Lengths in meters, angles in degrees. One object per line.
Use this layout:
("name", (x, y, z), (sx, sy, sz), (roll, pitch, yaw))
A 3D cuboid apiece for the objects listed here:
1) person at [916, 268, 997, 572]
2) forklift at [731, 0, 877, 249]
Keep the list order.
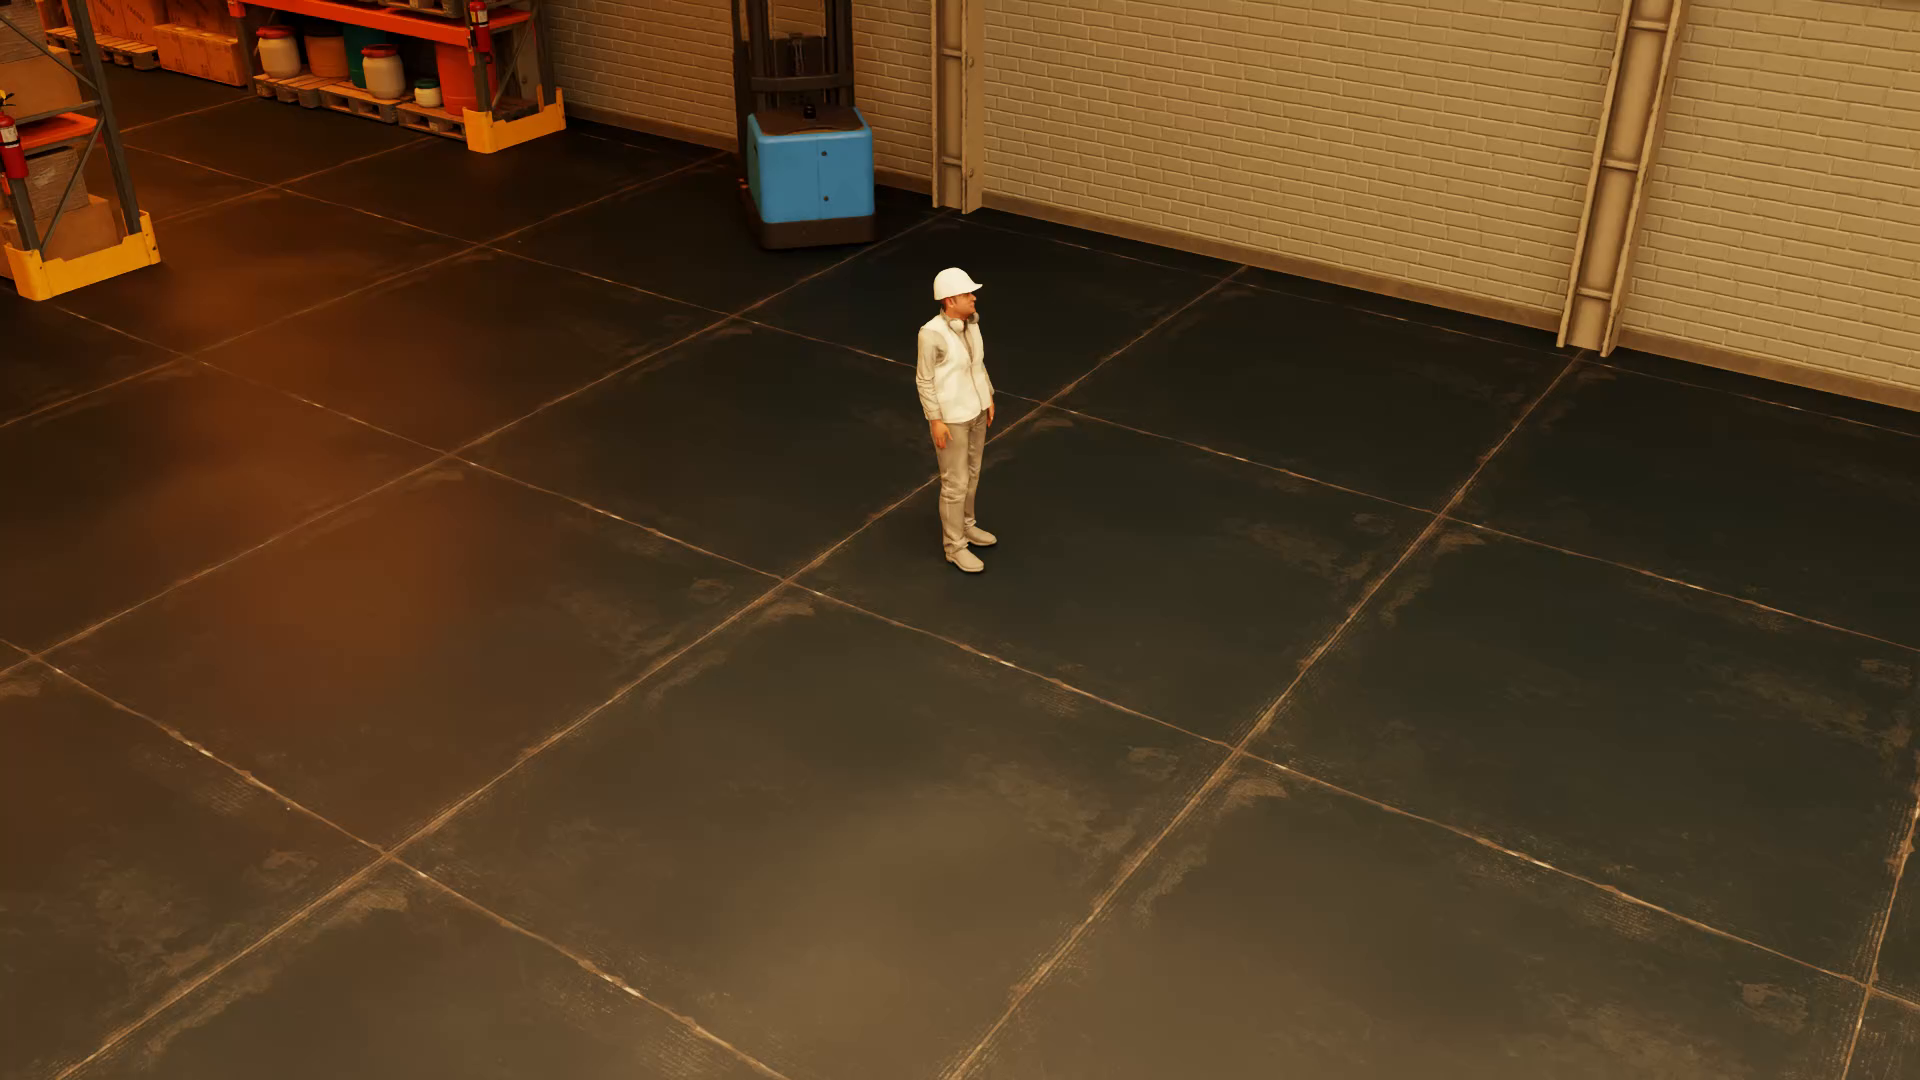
("person", (0.047, -0.753, 10.015), (0.568, 1.773, 0.632), (19, 35, 29))
("forklift", (-1.581, -4.585, 15.476), (1.130, 2.935, 3.031), (-7, 31, -11))
